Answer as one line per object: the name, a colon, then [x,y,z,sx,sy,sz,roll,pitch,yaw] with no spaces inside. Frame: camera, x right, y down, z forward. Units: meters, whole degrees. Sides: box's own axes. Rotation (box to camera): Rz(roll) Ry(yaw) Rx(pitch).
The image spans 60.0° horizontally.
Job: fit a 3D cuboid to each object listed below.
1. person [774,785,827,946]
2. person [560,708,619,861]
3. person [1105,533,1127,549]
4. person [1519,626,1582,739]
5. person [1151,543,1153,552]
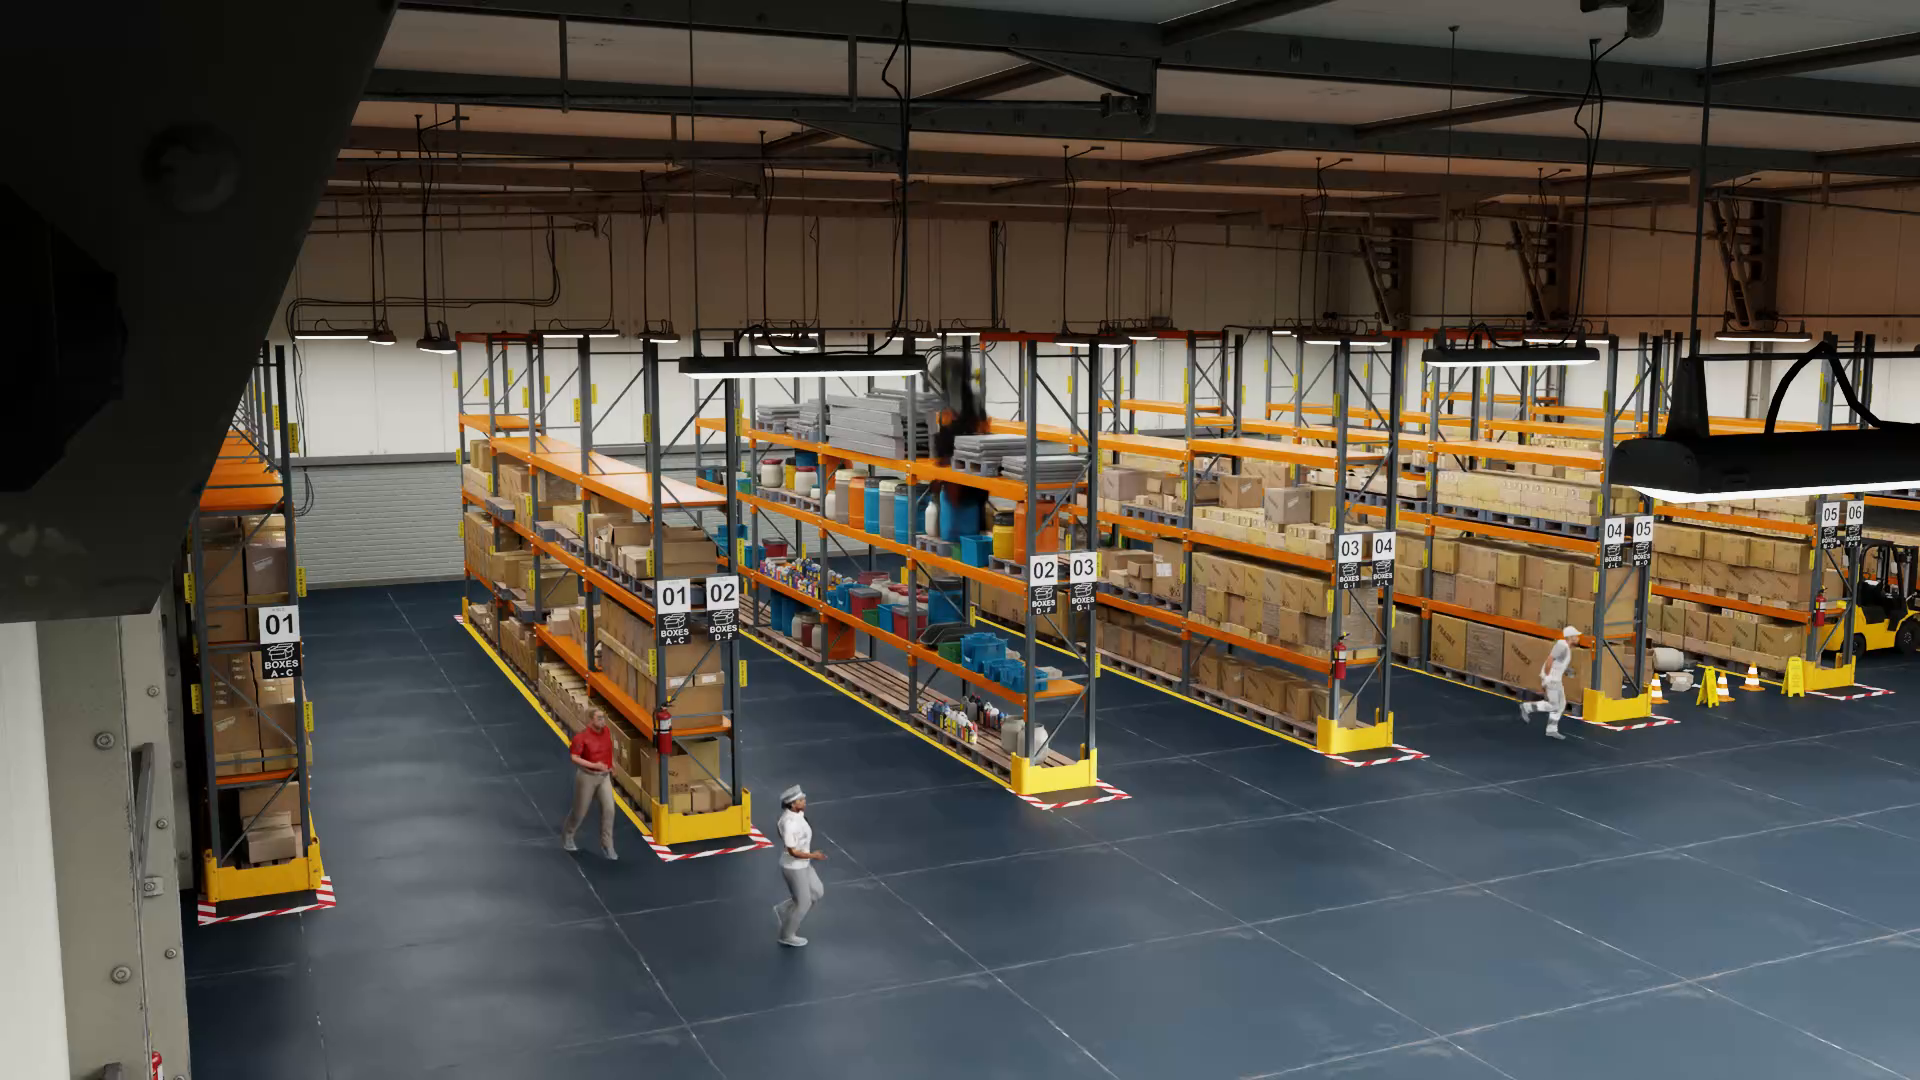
person: [-1.617,3.269,16.758,0.554,1.661,0.569,0,8,-2]
person: [-4.308,2.858,19.601,0.806,1.799,0.694,7,10,41]
person: [3.951,-0.225,42.023,0.999,1.734,0.774,0,8,-4]
person: [8.904,2.130,25.097,0.847,1.717,0.655,3,8,18]
person: [4.988,-0.054,41.419,0.922,1.618,0.687,7,10,41]
